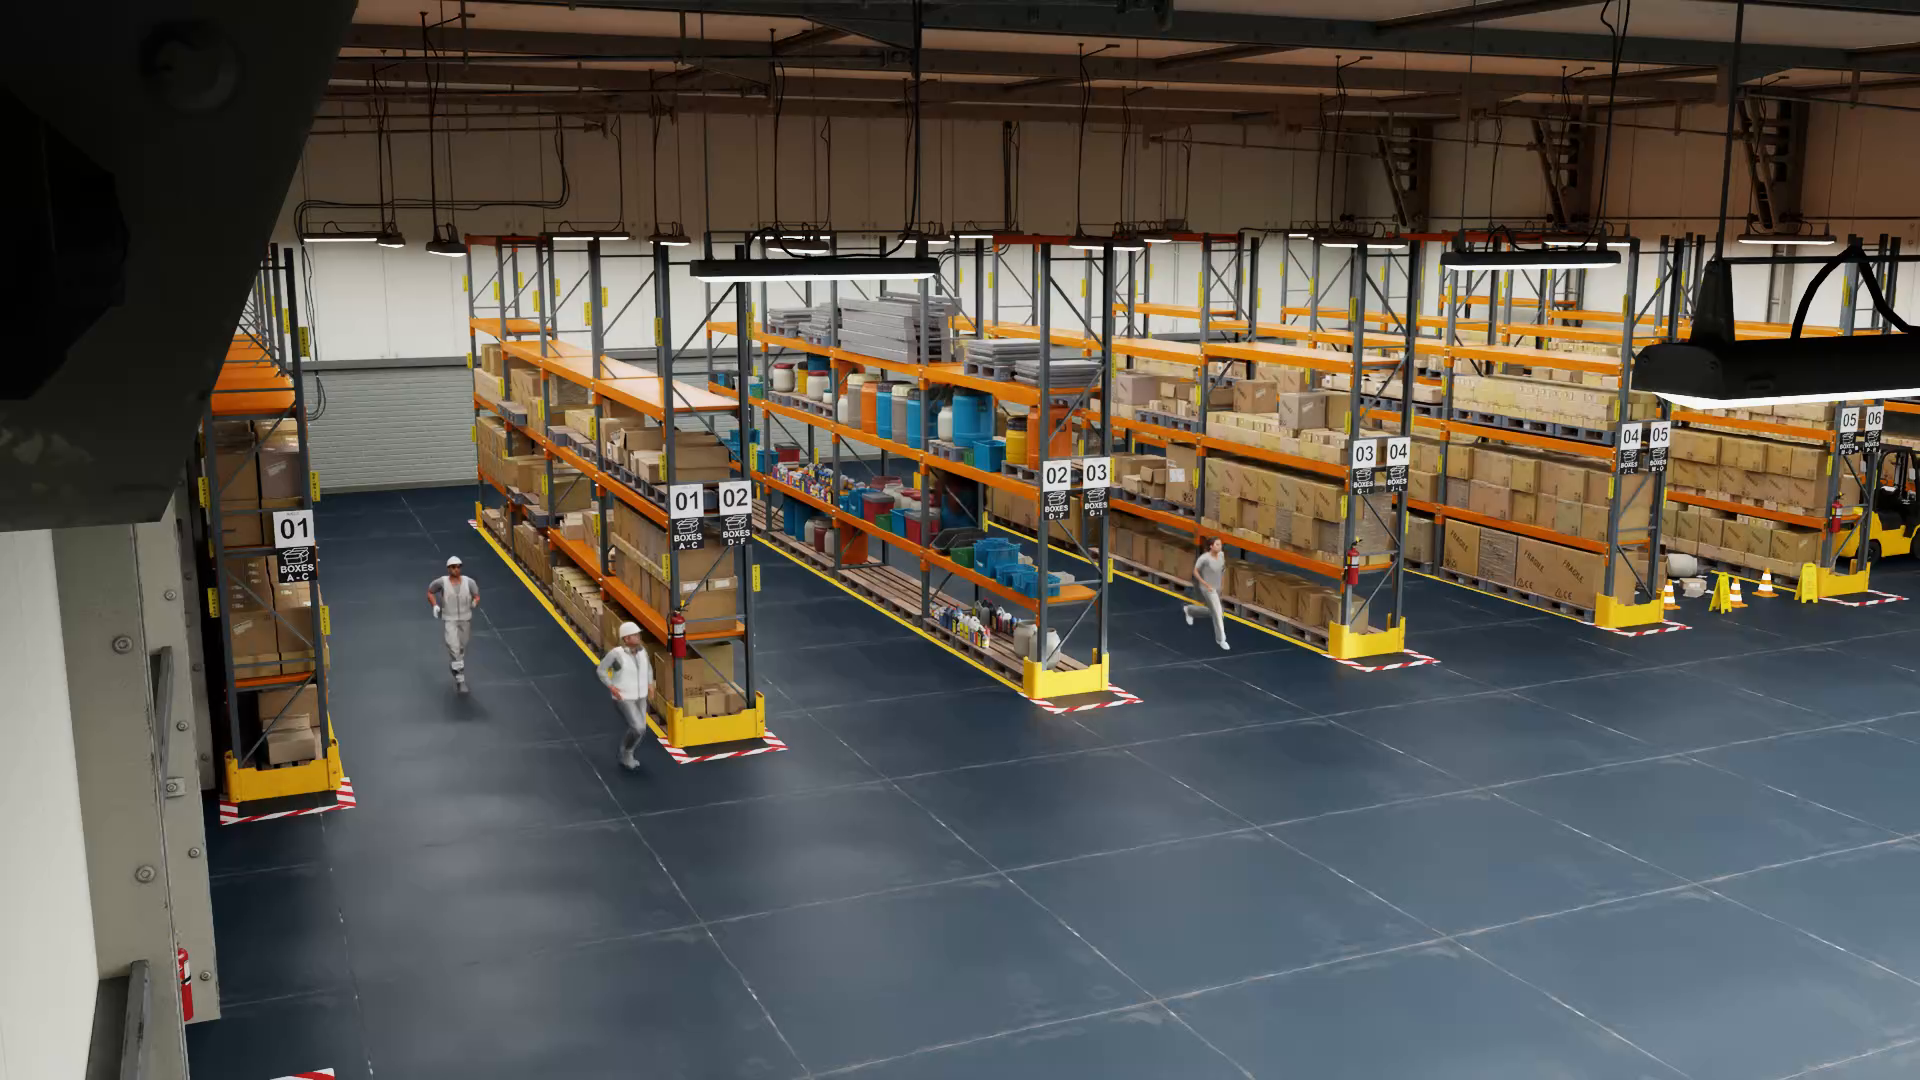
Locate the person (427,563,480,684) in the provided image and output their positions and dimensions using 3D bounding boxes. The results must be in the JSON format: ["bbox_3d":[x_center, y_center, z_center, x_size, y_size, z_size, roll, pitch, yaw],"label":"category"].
[{"bbox_3d":[-6.870,1.074,22.661,0.652,1.654,0.821,-7,13,-31],"label":"person"}]

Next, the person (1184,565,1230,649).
[{"bbox_3d":[3.654,0.938,24.559,0.344,1.225,0.911,-9,14,-38],"label":"person"}]

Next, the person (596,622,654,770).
[{"bbox_3d":[-3.783,1.806,19.221,0.606,1.738,0.677,9,14,40],"label":"person"}]
